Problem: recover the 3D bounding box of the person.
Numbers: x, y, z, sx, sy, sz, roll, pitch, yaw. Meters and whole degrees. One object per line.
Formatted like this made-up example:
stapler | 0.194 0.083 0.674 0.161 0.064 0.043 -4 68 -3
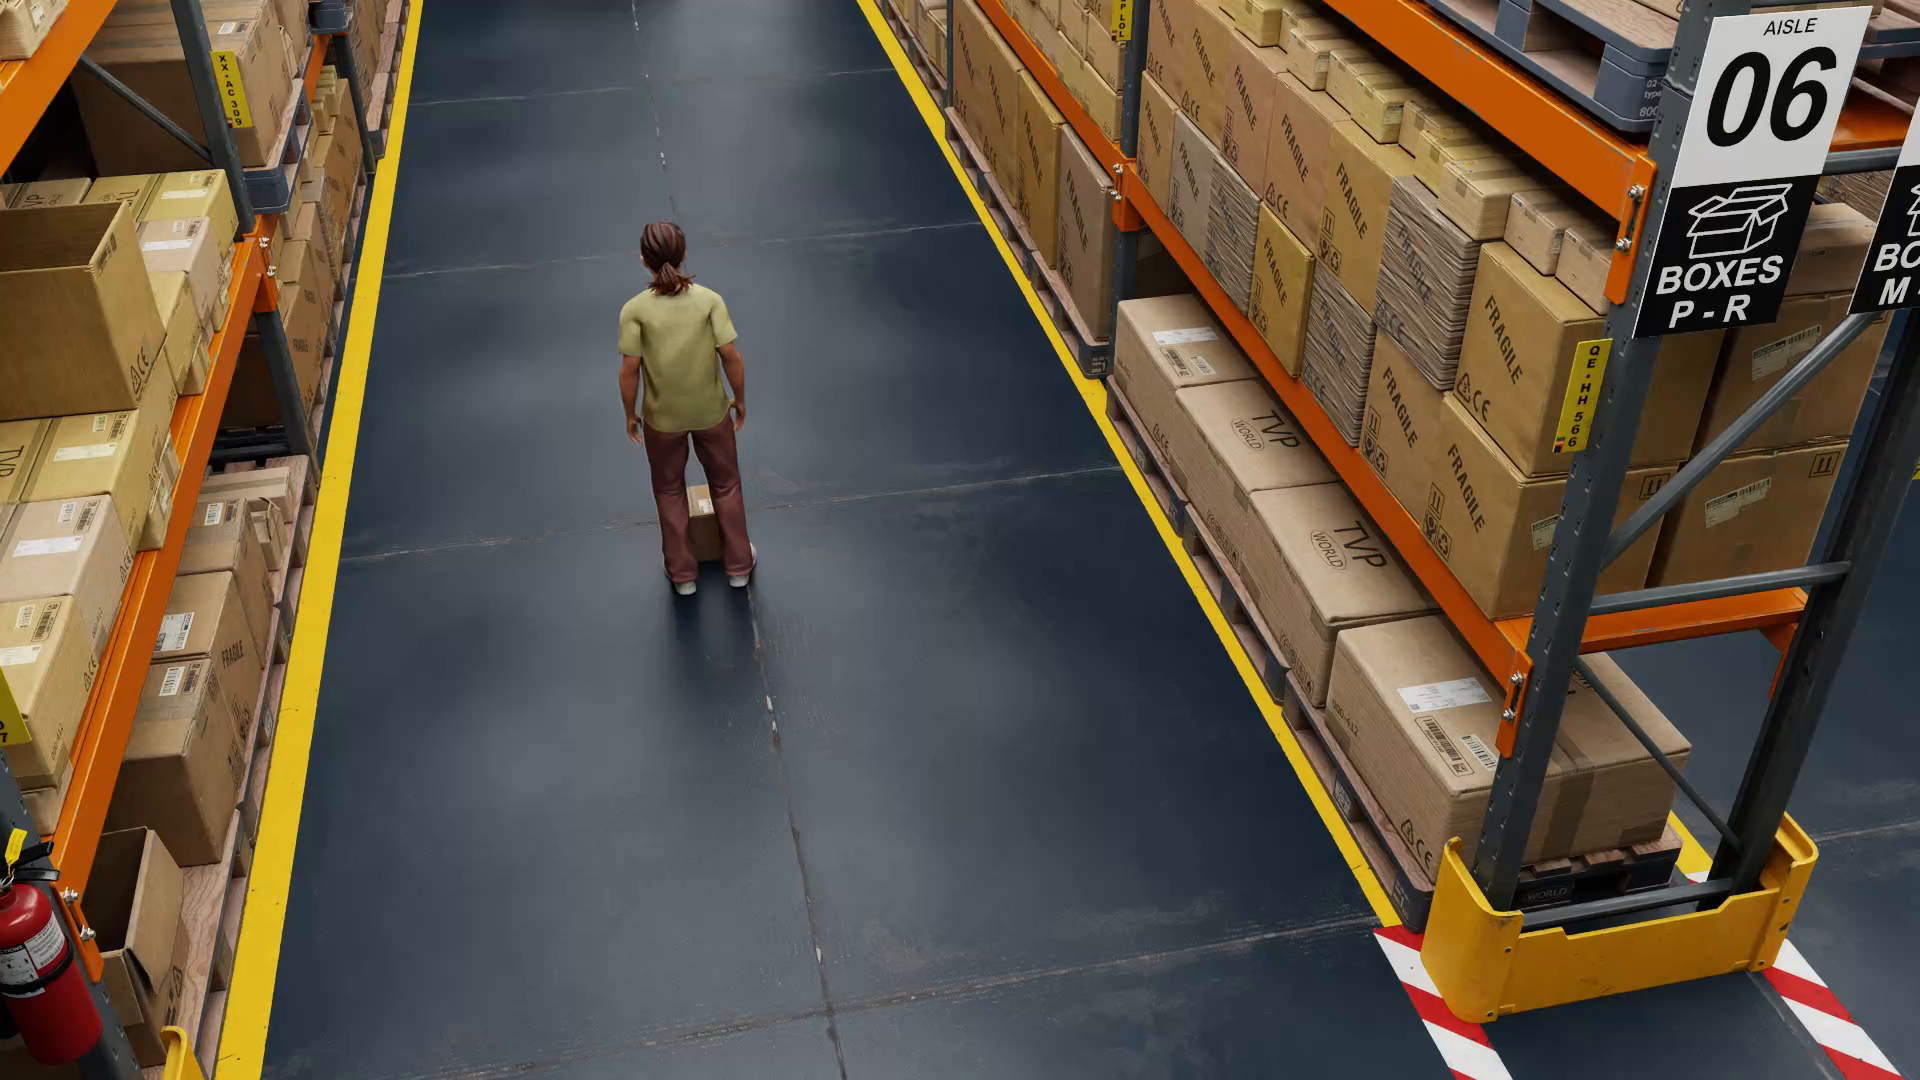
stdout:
person | -1.139 -0.522 6.905 0.503 1.672 0.352 -8 35 -11
